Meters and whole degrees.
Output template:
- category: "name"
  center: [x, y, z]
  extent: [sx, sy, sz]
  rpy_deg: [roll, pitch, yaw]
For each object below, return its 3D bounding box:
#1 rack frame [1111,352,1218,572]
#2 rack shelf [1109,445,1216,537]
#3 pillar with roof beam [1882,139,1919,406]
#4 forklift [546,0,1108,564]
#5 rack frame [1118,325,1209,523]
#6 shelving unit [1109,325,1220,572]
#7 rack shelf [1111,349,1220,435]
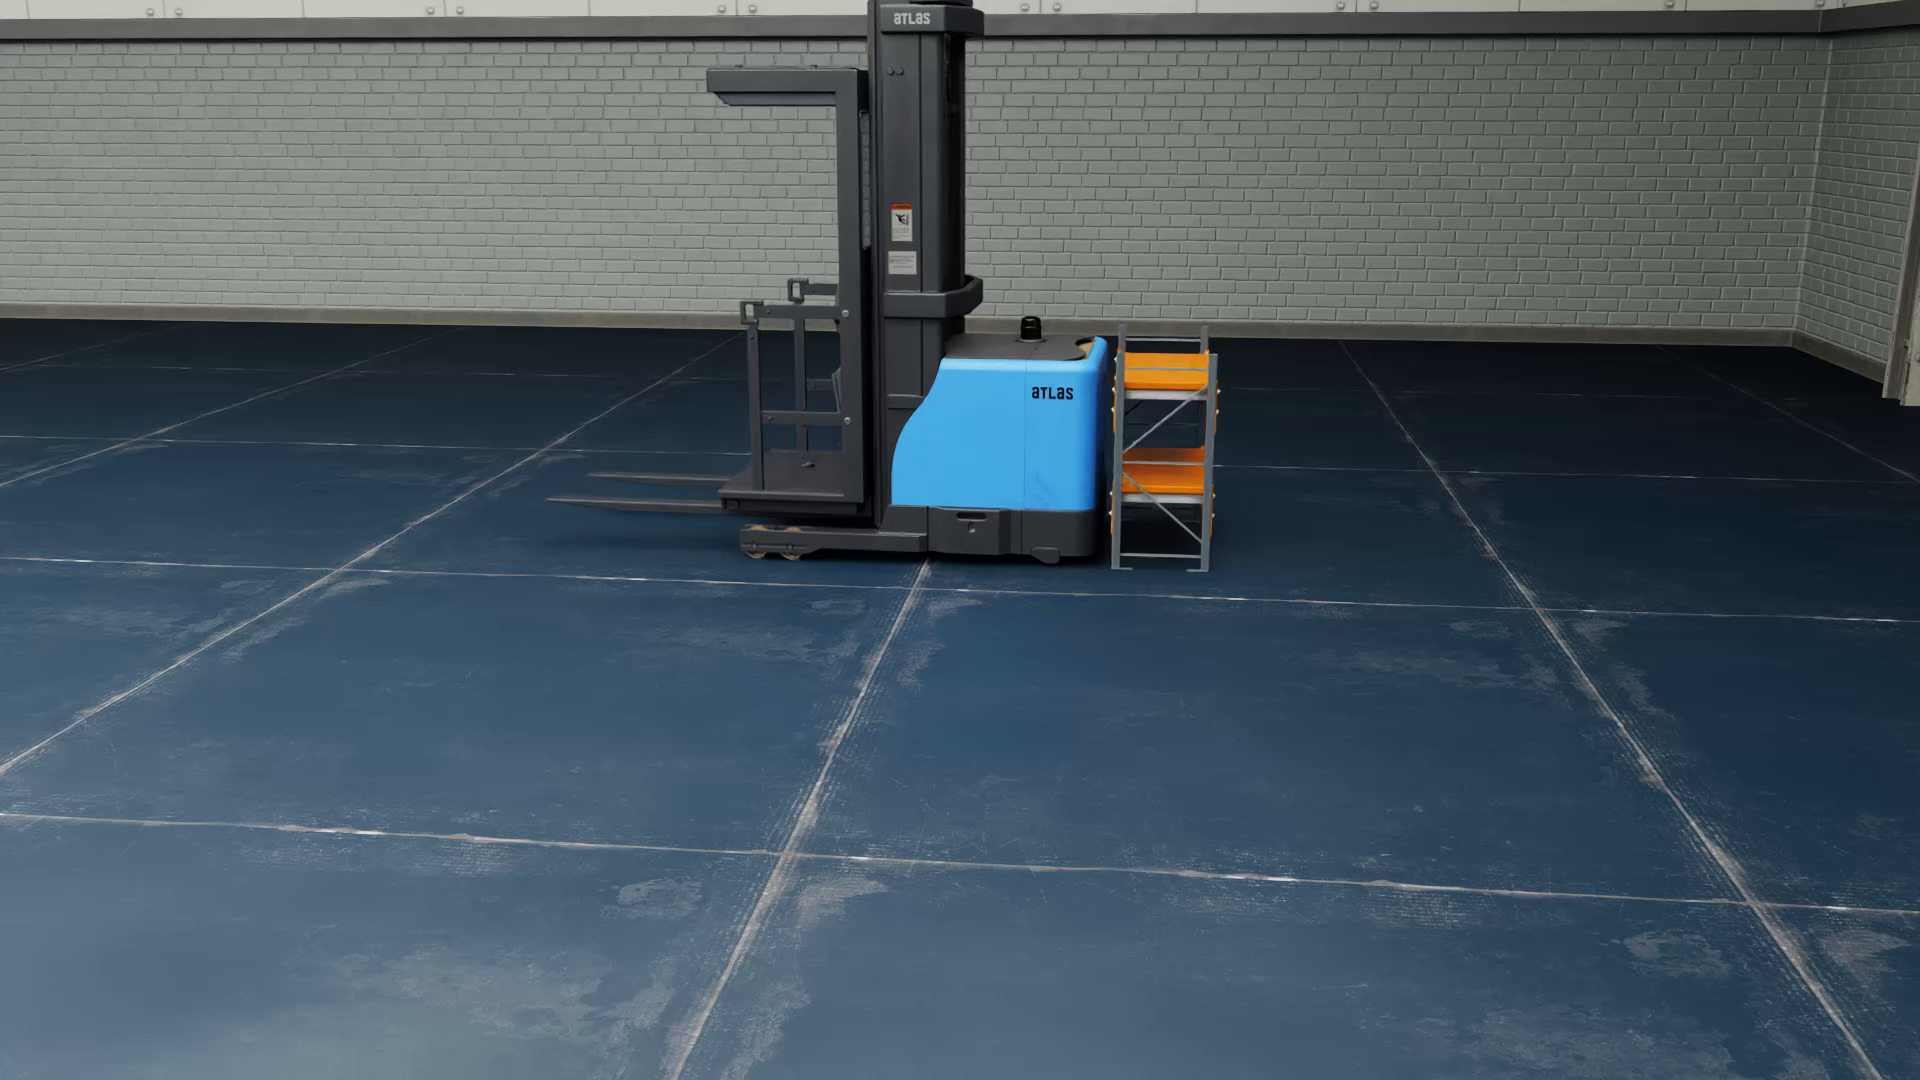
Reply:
- category: "rack frame"
  center: [1.032, -0.387, 8.439]
  extent: [0.500, 1.125, 0.032]
  rpy_deg: [2, 15, 6]
- category: "rack shelf"
  center: [1.084, -0.283, 8.991]
  extent: [0.538, 0.278, 1.000]
  rpy_deg: [2, 15, 6]
- category: "pillar with roof beam"
  center: [3.306, -5.574, 12.537]
  extent: [9.100, 9.000, 0.400]
  rpy_deg: [2, 15, 6]
- category: "forklift"
  center: [-0.727, -1.448, 8.903]
  extent: [3.031, 2.935, 1.130]
  rpy_deg: [2, 15, 8]
- category: "rack frame"
  center: [1.135, -0.651, 9.415]
  extent: [0.500, 1.125, 0.032]
  rpy_deg: [2, 15, 6]
- category: "shelving unit"
  center: [1.084, -0.519, 8.927]
  extent: [0.538, 1.125, 1.048]
  rpy_deg: [2, 15, 6]
- category: "rack shelf"
  center: [1.084, -0.802, 8.851]
  extent: [0.538, 0.278, 1.000]
  rpy_deg: [2, 15, 6]
